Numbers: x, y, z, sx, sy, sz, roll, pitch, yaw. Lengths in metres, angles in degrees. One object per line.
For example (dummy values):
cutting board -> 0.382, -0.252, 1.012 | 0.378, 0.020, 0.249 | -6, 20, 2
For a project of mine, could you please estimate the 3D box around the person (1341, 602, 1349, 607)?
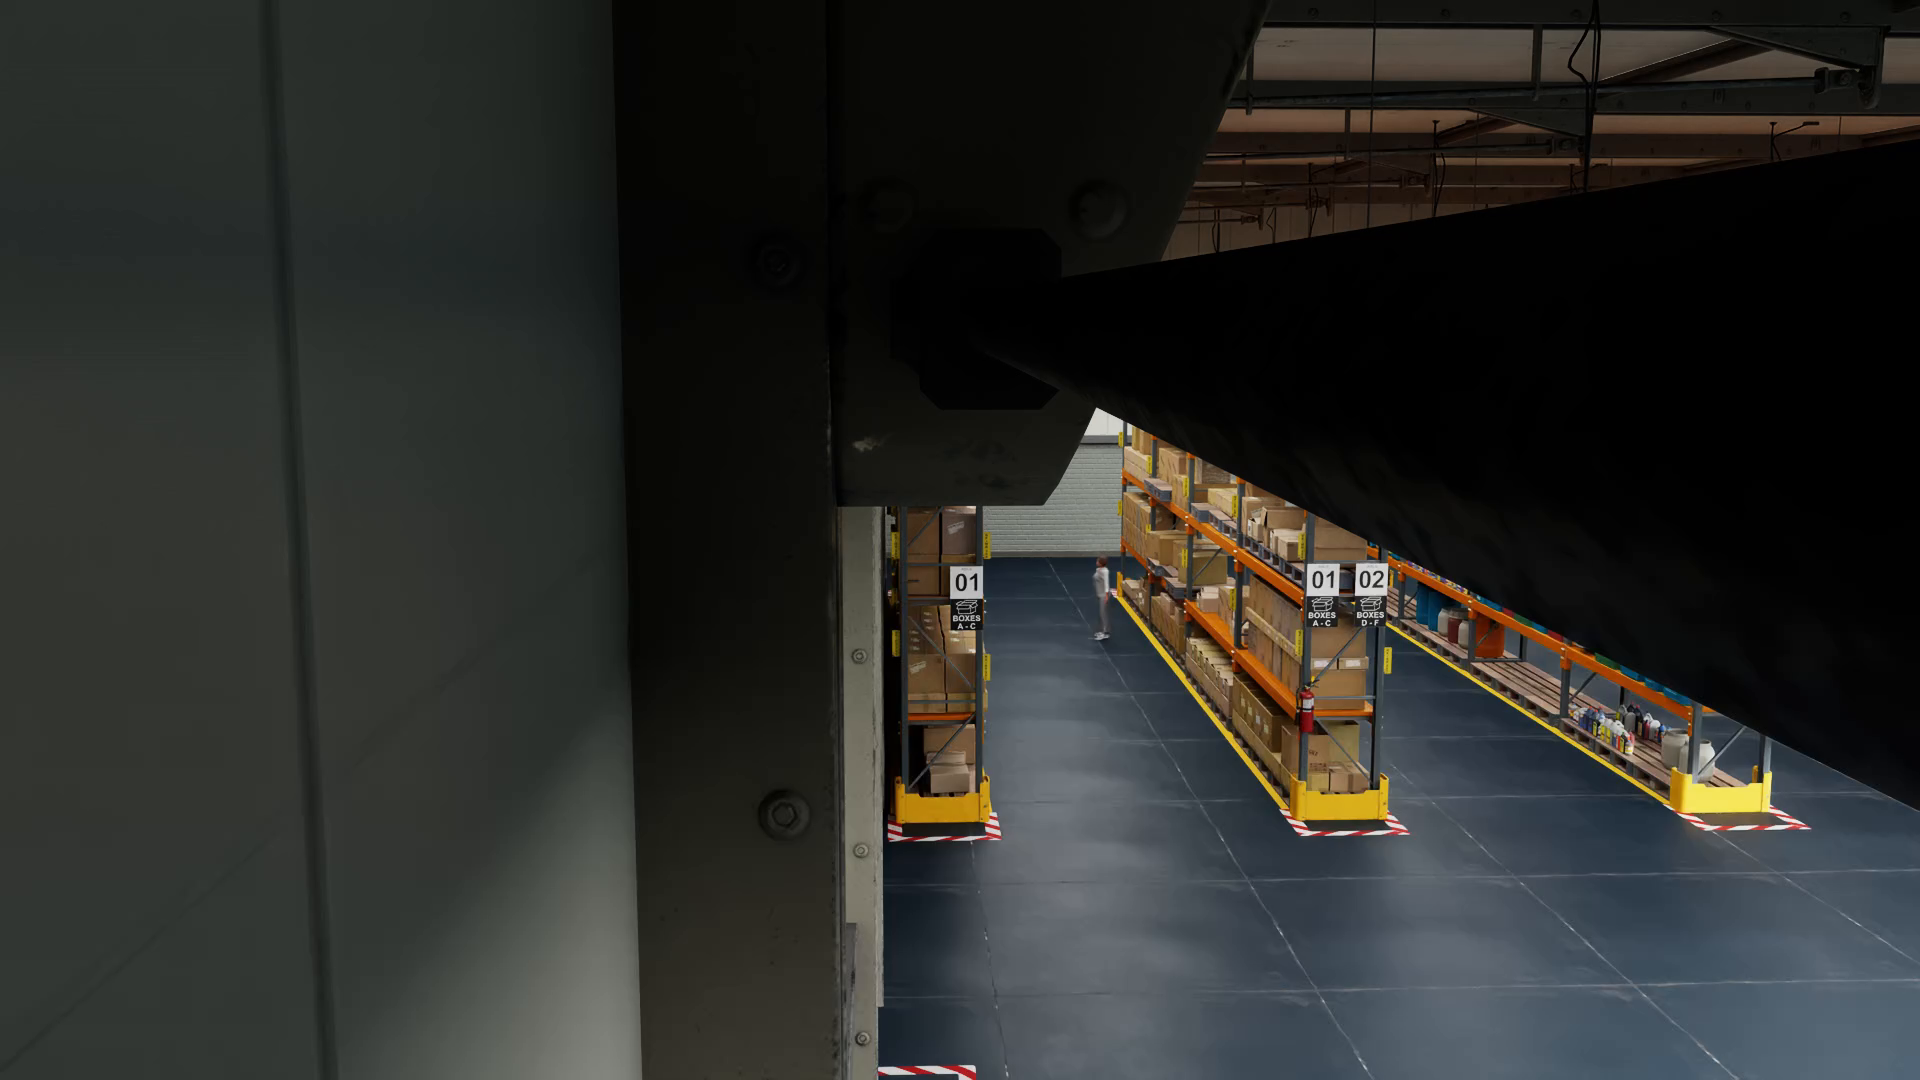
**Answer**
person -> 6.286, 1.509, 28.070 | 0.501, 1.687, 0.866 | -2, 8, -14

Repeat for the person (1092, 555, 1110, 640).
person -> 2.703, 1.084, 31.731 | 0.323, 1.608, 0.498 | -2, 8, -15
